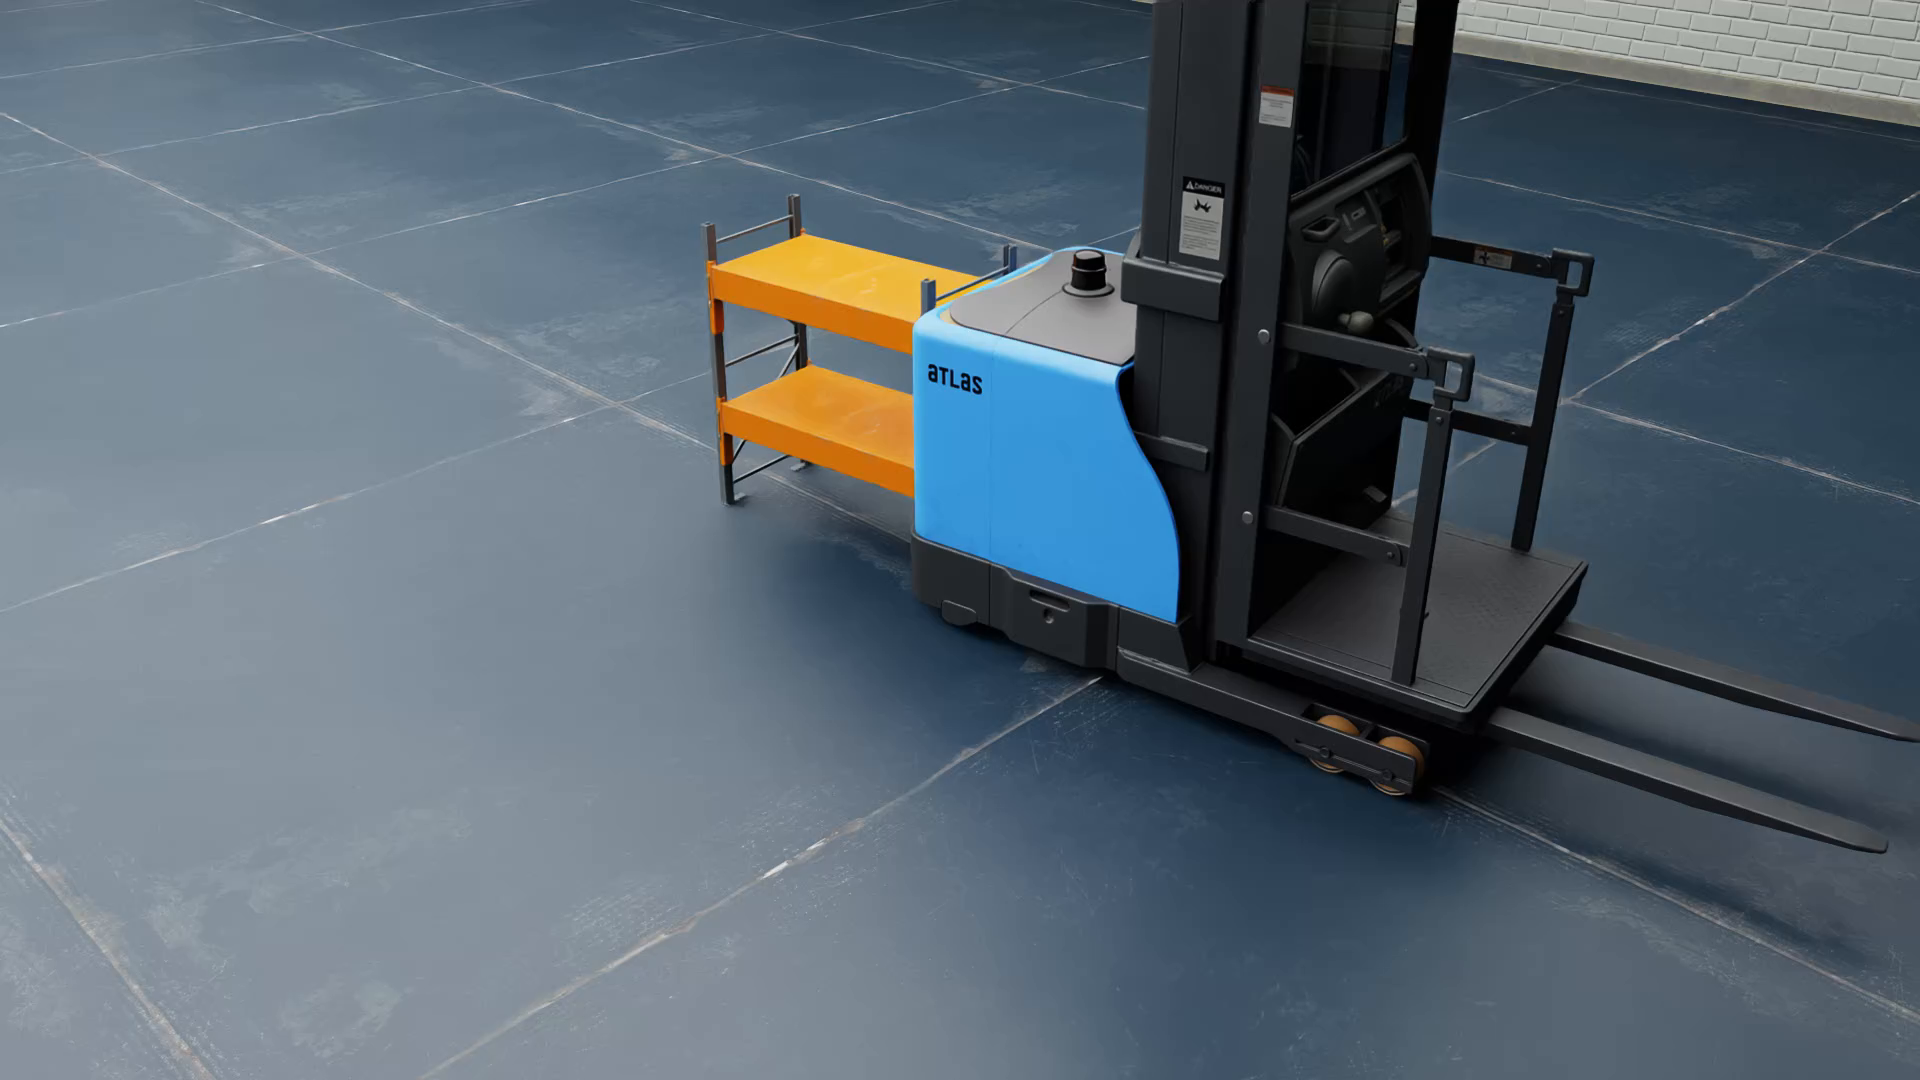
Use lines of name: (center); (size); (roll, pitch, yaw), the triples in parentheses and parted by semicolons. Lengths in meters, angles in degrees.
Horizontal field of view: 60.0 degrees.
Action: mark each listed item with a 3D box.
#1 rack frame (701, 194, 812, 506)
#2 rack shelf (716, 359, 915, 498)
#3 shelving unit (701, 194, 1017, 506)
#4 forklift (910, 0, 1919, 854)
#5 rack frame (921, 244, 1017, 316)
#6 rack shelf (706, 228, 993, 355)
rack frame: (-0.772, -0.728, 6.426); (0.032, 1.125, 0.500); (20, 34, 33)
rack shelf: (-0.369, -0.367, 6.266); (1.000, 0.278, 0.538); (20, 34, 33)
shelving unit: (-0.369, -0.584, 6.152); (1.048, 1.125, 0.538); (20, 34, 33)
forklift: (1.327, -0.836, 4.691); (3.031, 2.935, 1.130); (18, 33, 31)
rack frame: (0.035, -0.440, 5.878); (0.032, 1.125, 0.500); (20, 34, 33)
rack shelf: (-0.369, -0.843, 6.016); (1.000, 0.278, 0.538); (20, 34, 33)
